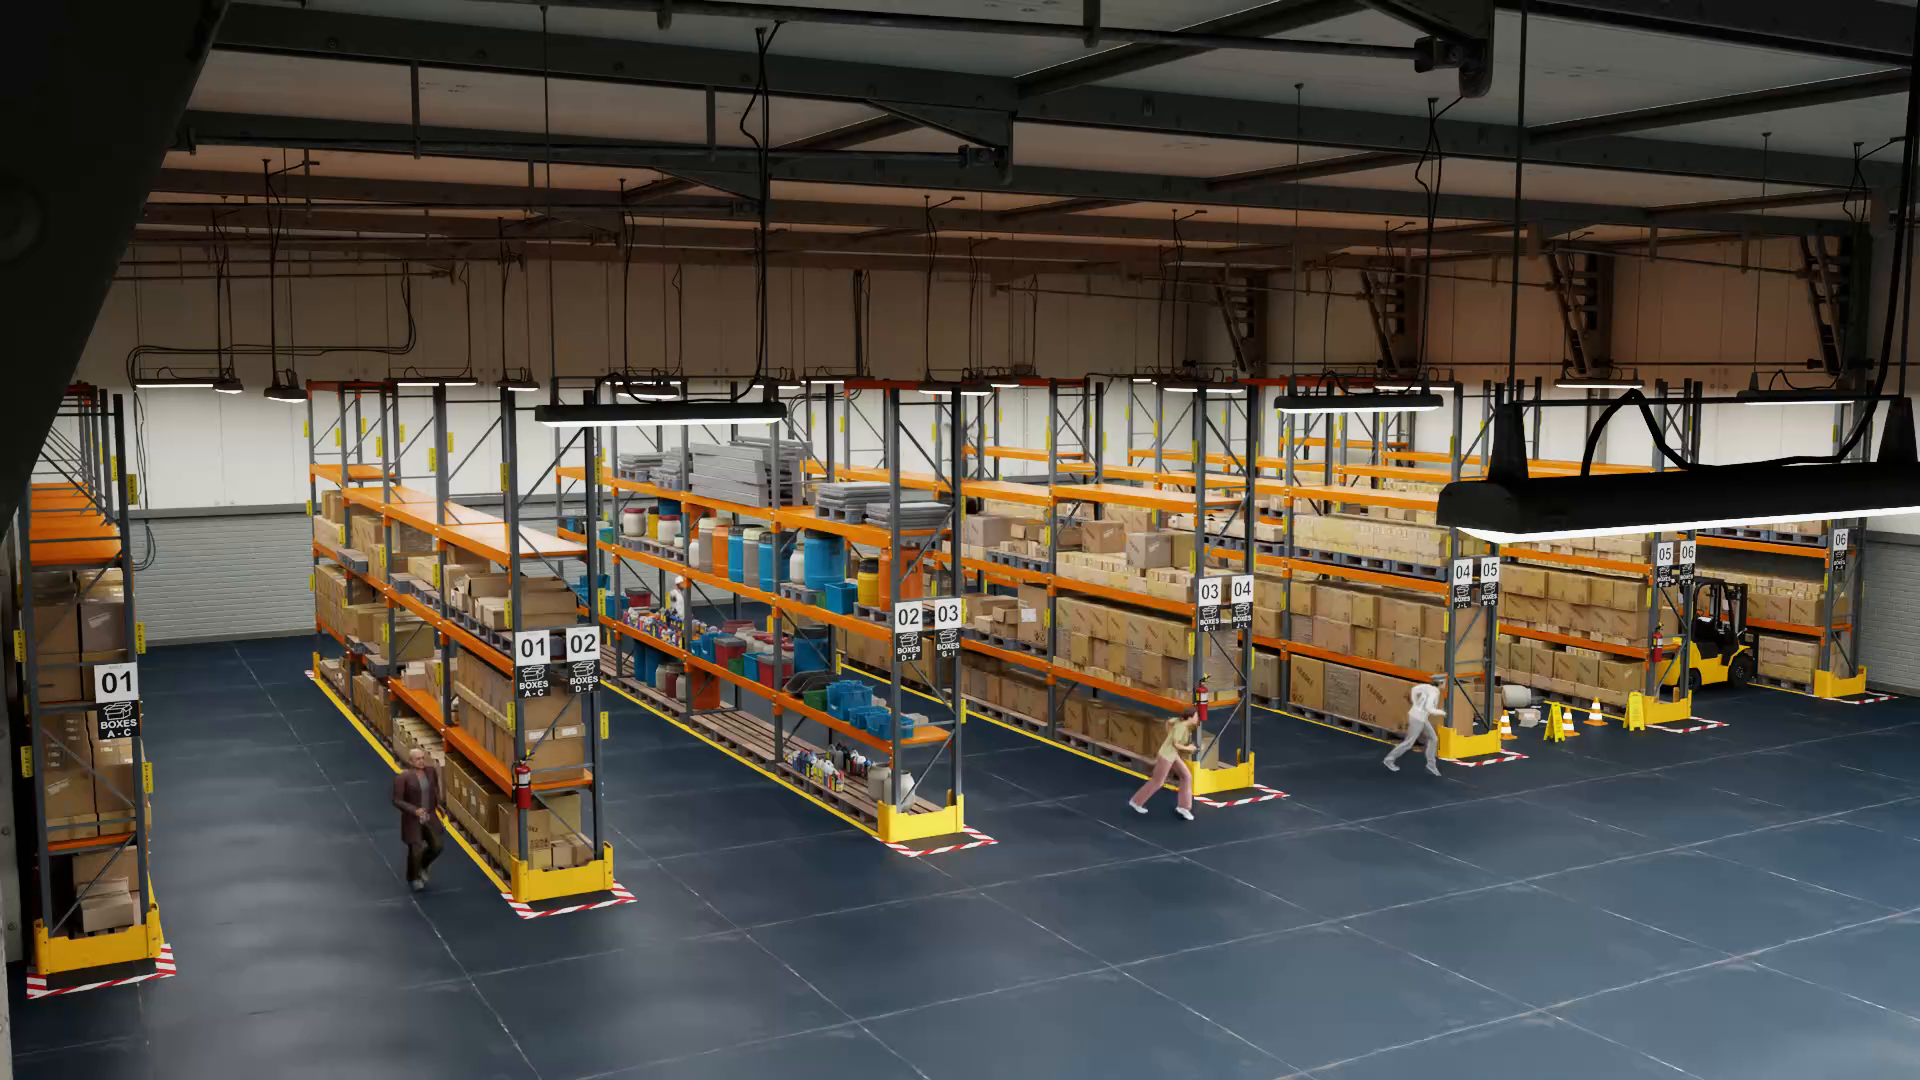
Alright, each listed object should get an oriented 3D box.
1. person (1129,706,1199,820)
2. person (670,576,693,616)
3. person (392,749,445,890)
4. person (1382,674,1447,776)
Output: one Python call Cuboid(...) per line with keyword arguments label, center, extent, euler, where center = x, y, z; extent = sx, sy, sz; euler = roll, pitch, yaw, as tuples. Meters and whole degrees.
Cuboid(label="person", center=(2.840, 3.106, 23.191), extent=(0.953, 1.625, 0.619), euler=(1, 6, 9))
Cuboid(label="person", center=(-6.148, 1.641, 36.178), extent=(0.625, 1.729, 0.643), euler=(5, 8, 38))
Cuboid(label="person", center=(-6.453, 3.351, 19.924), extent=(0.715, 1.733, 0.689), euler=(6, 9, 44))
Cuboid(label="person", center=(7.005, 2.851, 25.627), extent=(0.955, 1.624, 0.656), euler=(1, 6, 5))
